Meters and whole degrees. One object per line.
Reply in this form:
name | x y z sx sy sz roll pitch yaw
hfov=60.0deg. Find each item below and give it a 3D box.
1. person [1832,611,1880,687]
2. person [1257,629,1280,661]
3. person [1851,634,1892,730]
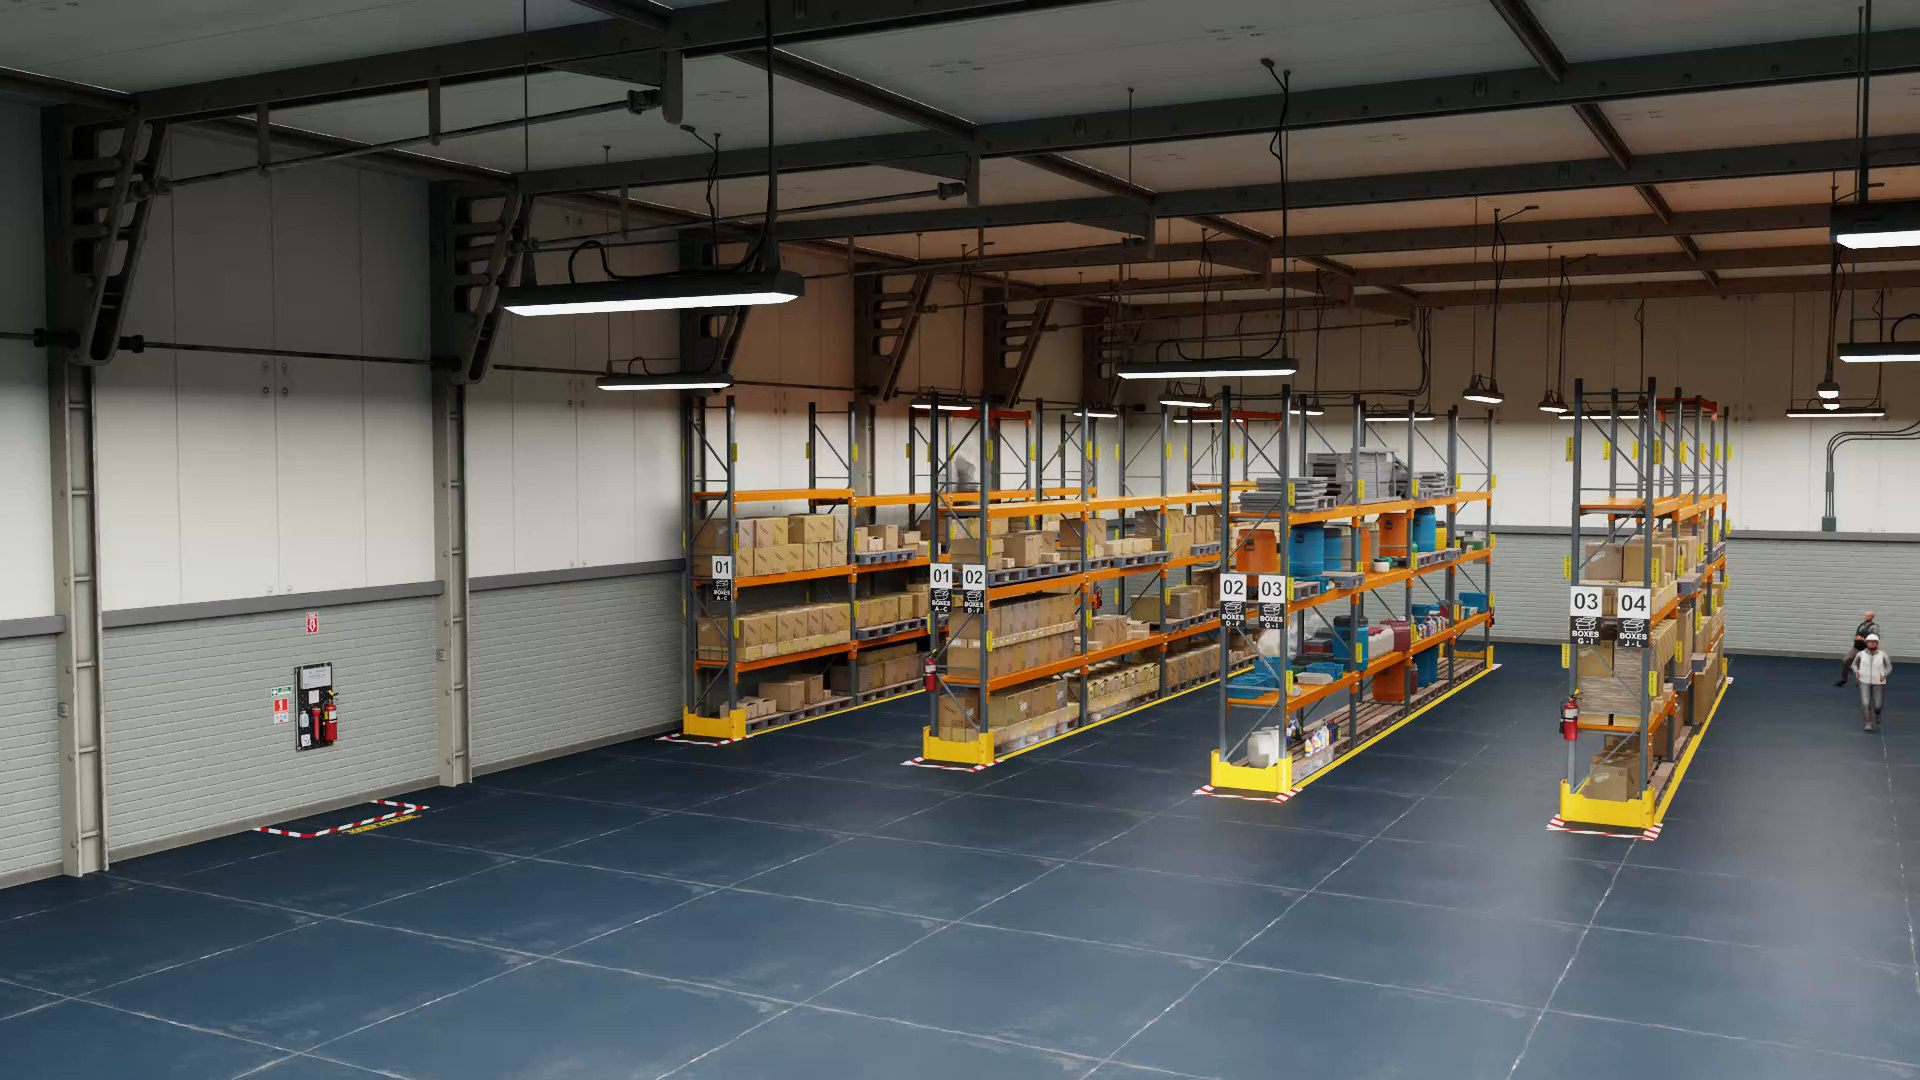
person | 19.084 2.334 35.269 0.741 1.662 0.751 -1 3 -15
person | 6.244 2.421 33.369 0.606 1.648 0.599 1 3 24
person | 16.443 2.560 30.014 0.659 1.722 0.613 2 3 30
